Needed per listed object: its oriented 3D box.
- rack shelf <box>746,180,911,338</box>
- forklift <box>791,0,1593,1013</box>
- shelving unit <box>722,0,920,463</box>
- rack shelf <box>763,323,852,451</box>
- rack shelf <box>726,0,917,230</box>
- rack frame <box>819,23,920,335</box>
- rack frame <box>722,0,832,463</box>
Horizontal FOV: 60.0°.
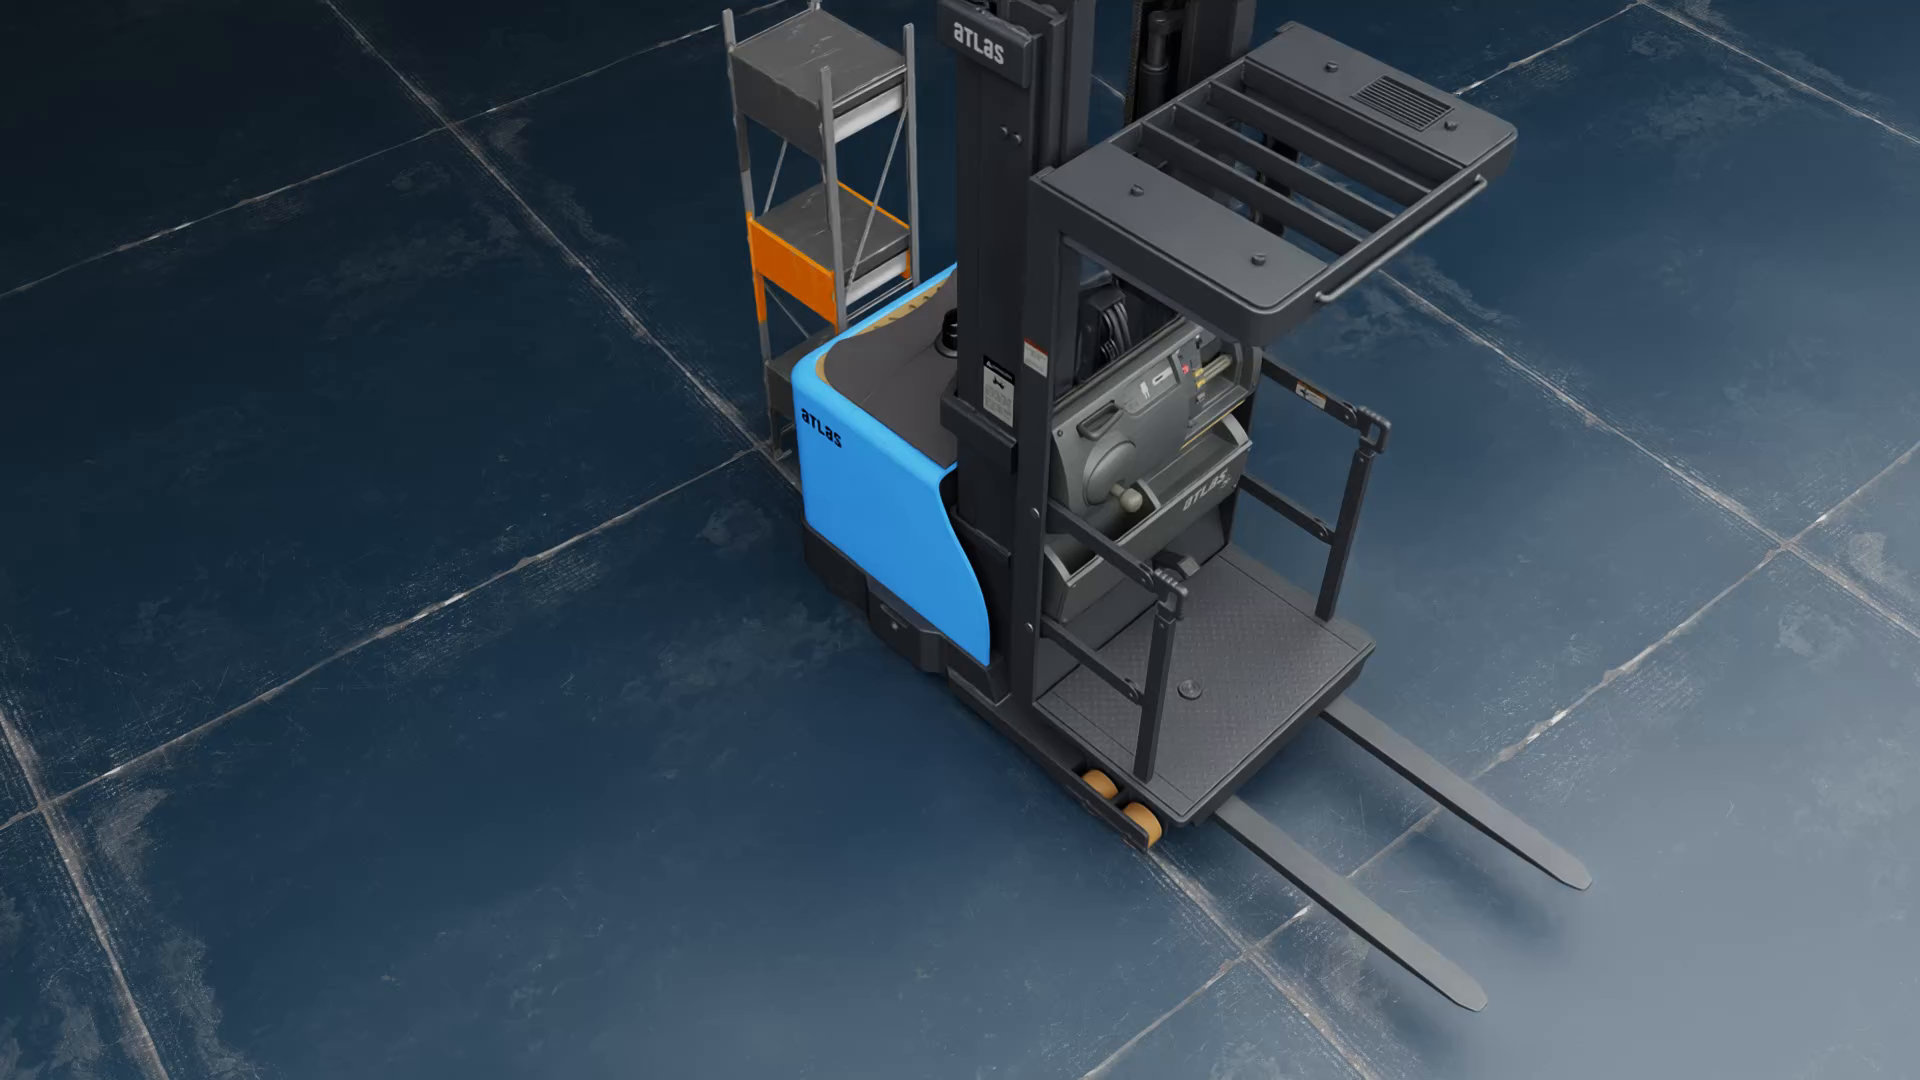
[{"bbox_3d":[-0.470,-1.003,6.259,0.431,0.518,0.480,-36,57,-28],"label":"rack shelf"},{"bbox_3d":[0.776,-0.350,5.087,1.130,2.935,3.031,-36,57,-28],"label":"forklift"},{"bbox_3d":[-0.470,-1.012,6.249,0.431,2.100,0.503,-36,57,-28],"label":"shelving unit"},{"bbox_3d":[-0.470,-0.533,6.778,0.431,0.518,0.480,-36,57,-28],"label":"rack shelf"},{"bbox_3d":[-0.470,-1.473,5.741,0.431,0.518,0.480,-36,57,-28],"label":"rack shelf"},{"bbox_3d":[-0.299,-0.883,6.132,0.400,2.100,0.015,-36,57,-28],"label":"rack frame"},{"bbox_3d":[-0.641,-1.141,6.366,0.400,2.100,0.015,-36,57,-28],"label":"rack frame"}]
